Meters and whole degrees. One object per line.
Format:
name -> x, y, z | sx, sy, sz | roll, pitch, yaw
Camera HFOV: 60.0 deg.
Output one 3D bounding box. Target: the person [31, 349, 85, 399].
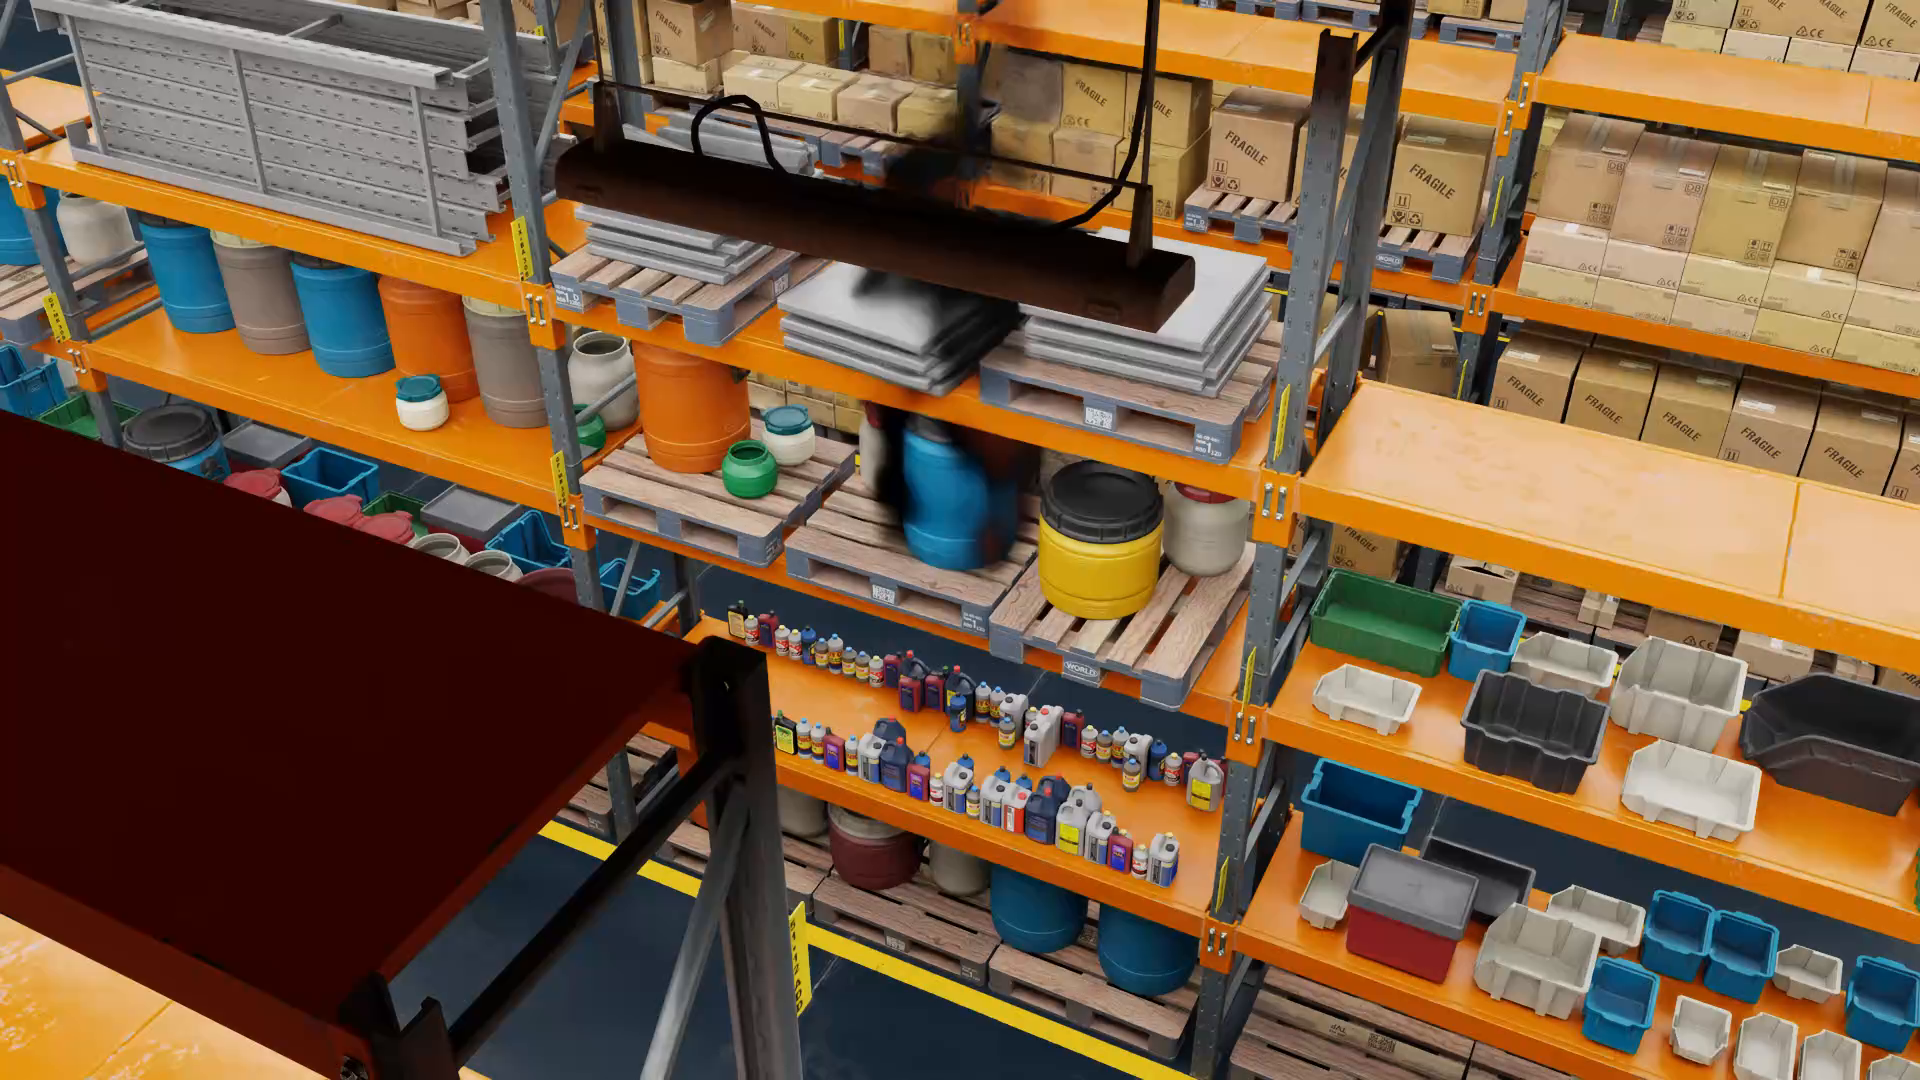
person -> -7.822, -1.627, 14.688 | 0.760, 1.763, 0.706 | 18, 39, 23
